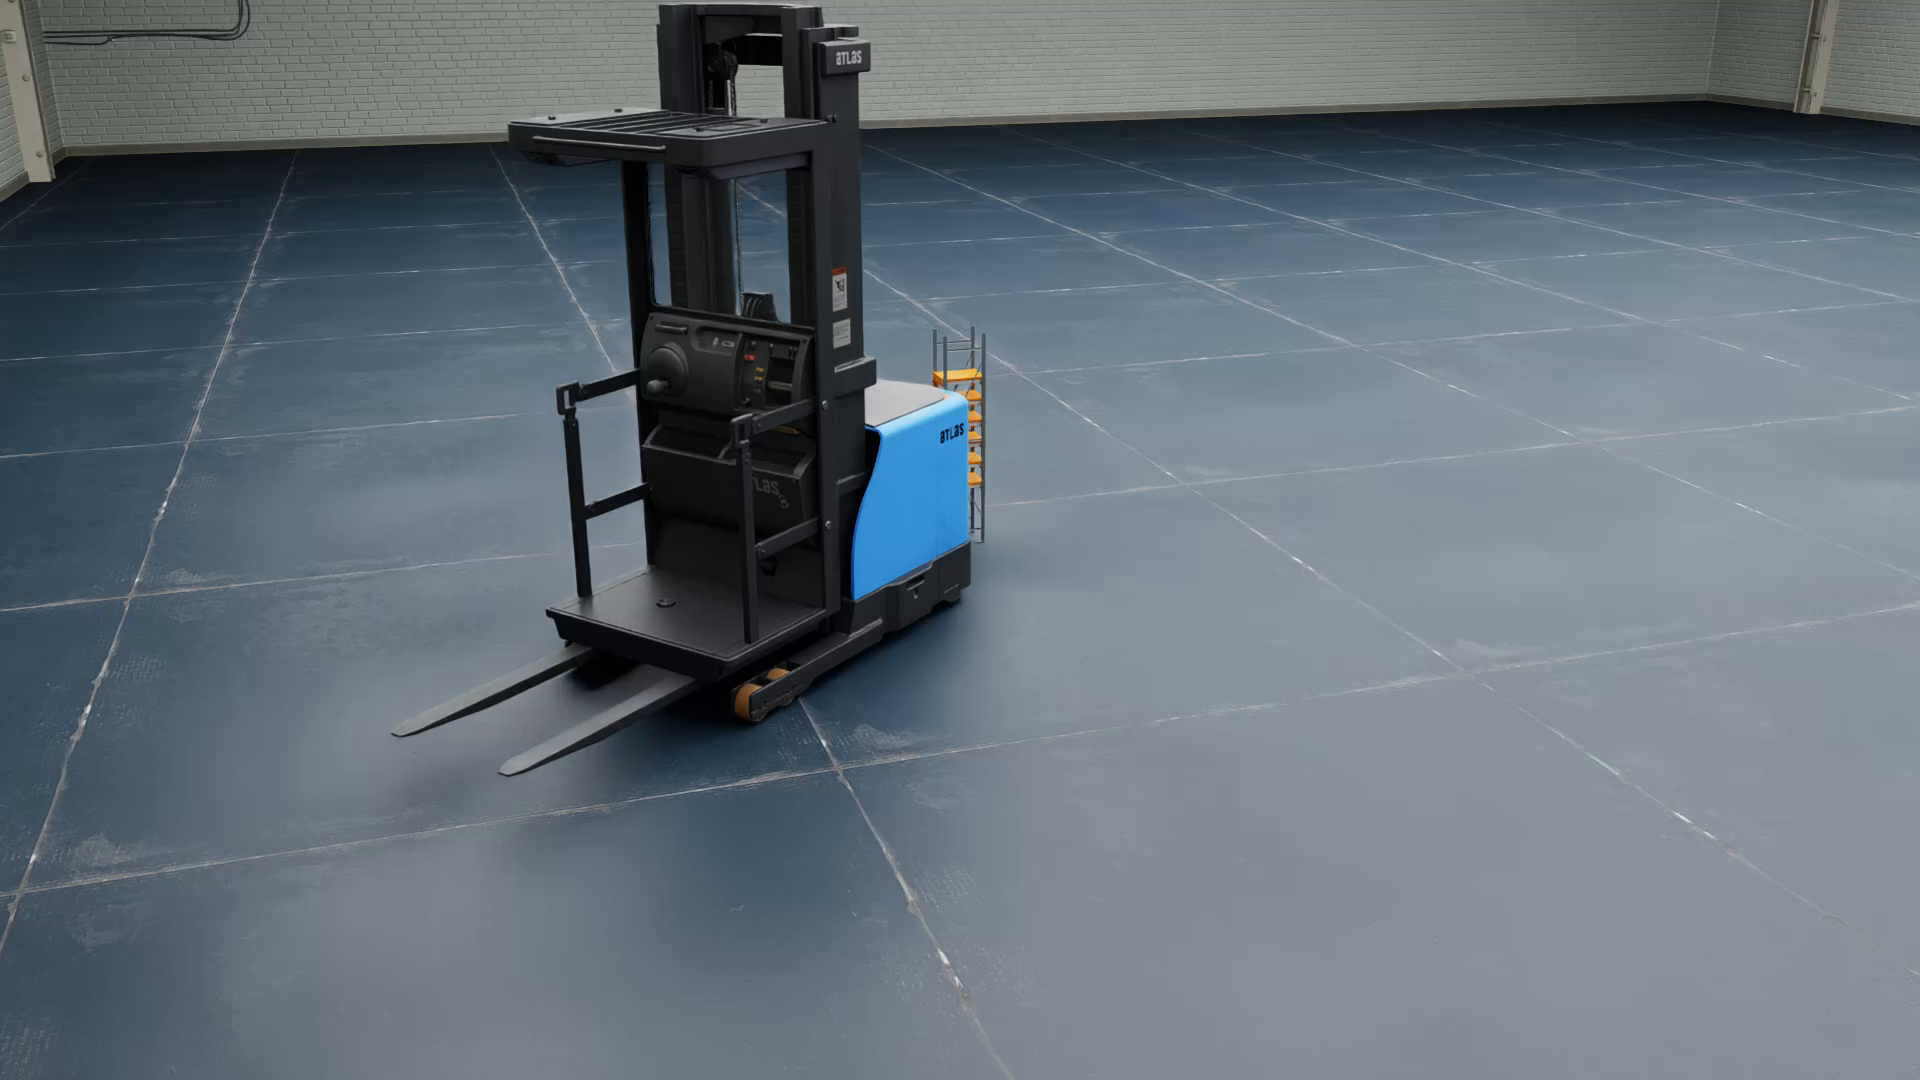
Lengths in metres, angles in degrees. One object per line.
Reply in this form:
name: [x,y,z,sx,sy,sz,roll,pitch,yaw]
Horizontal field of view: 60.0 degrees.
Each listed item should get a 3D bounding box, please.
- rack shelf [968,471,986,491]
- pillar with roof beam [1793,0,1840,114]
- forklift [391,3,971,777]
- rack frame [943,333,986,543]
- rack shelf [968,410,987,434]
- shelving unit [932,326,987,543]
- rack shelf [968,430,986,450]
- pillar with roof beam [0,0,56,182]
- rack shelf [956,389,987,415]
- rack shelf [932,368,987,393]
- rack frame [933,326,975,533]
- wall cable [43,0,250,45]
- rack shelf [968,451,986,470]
rack shelf: [-0.005,-0.302,9.323,0.258,0.103,0.180,-6,21,-17]
pillar with roof beam: [12.725,-12.255,30.223,9.100,9.000,0.400,-6,21,-17]
forklift: [-1.165,-0.770,7.224,1.130,2.935,3.031,12,23,31]
rack frame: [0.024,-0.540,9.145,0.240,1.200,0.006,-6,21,-17]
rack shelf: [-0.005,-0.640,9.201,0.258,0.103,0.180,-6,21,-17]
shelving unit: [-0.005,-0.569,9.227,0.258,1.200,0.189,-6,21,-17]
rack shelf: [-0.005,-0.528,9.242,0.258,0.103,0.180,-6,21,-17]
pillar with roof beam: [-9.005,-9.823,23.452,9.100,9.000,0.400,-6,21,-17]
rack shelf: [-0.005,-0.753,9.160,0.258,0.103,0.180,-6,21,-17]
rack shelf: [-0.005,-0.866,9.120,0.258,0.103,0.180,-6,21,-17]
rack frame: [-0.033,-0.599,9.308,0.240,1.200,0.006,-6,21,-17]
wall cable: [-12.763,-8.990,25.726,3.097,2.526,0.112,-6,21,-17]
rack shelf: [-0.005,-0.415,9.282,0.258,0.103,0.180,-6,21,-17]
